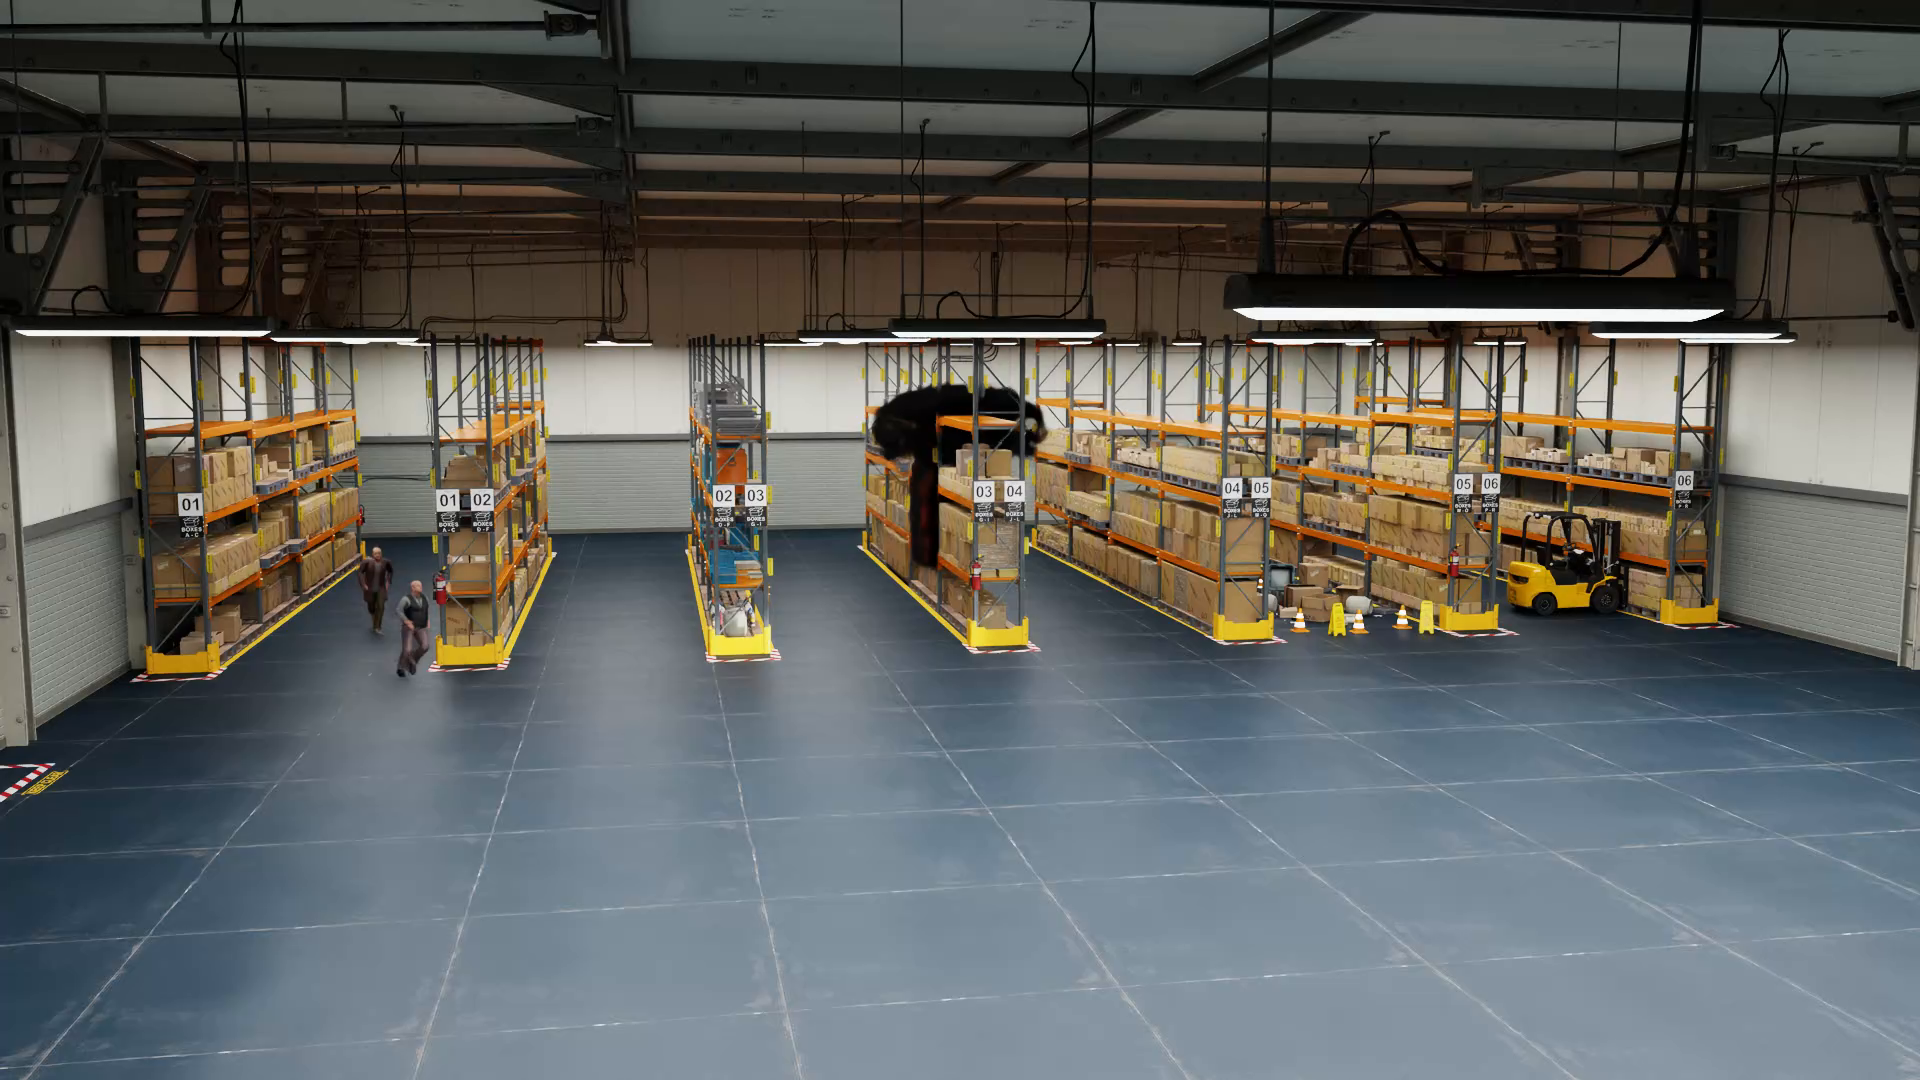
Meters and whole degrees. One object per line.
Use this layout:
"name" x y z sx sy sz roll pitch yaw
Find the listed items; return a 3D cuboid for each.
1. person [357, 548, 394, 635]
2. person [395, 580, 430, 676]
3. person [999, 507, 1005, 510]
"person" -11.869 1.016 33.800 0.718 1.773 1.002 -3 7 -24
"person" -9.562 1.545 29.258 0.589 1.666 0.715 6 9 45
"person" 1.022 -0.689 48.504 0.713 1.726 0.780 4 7 28
